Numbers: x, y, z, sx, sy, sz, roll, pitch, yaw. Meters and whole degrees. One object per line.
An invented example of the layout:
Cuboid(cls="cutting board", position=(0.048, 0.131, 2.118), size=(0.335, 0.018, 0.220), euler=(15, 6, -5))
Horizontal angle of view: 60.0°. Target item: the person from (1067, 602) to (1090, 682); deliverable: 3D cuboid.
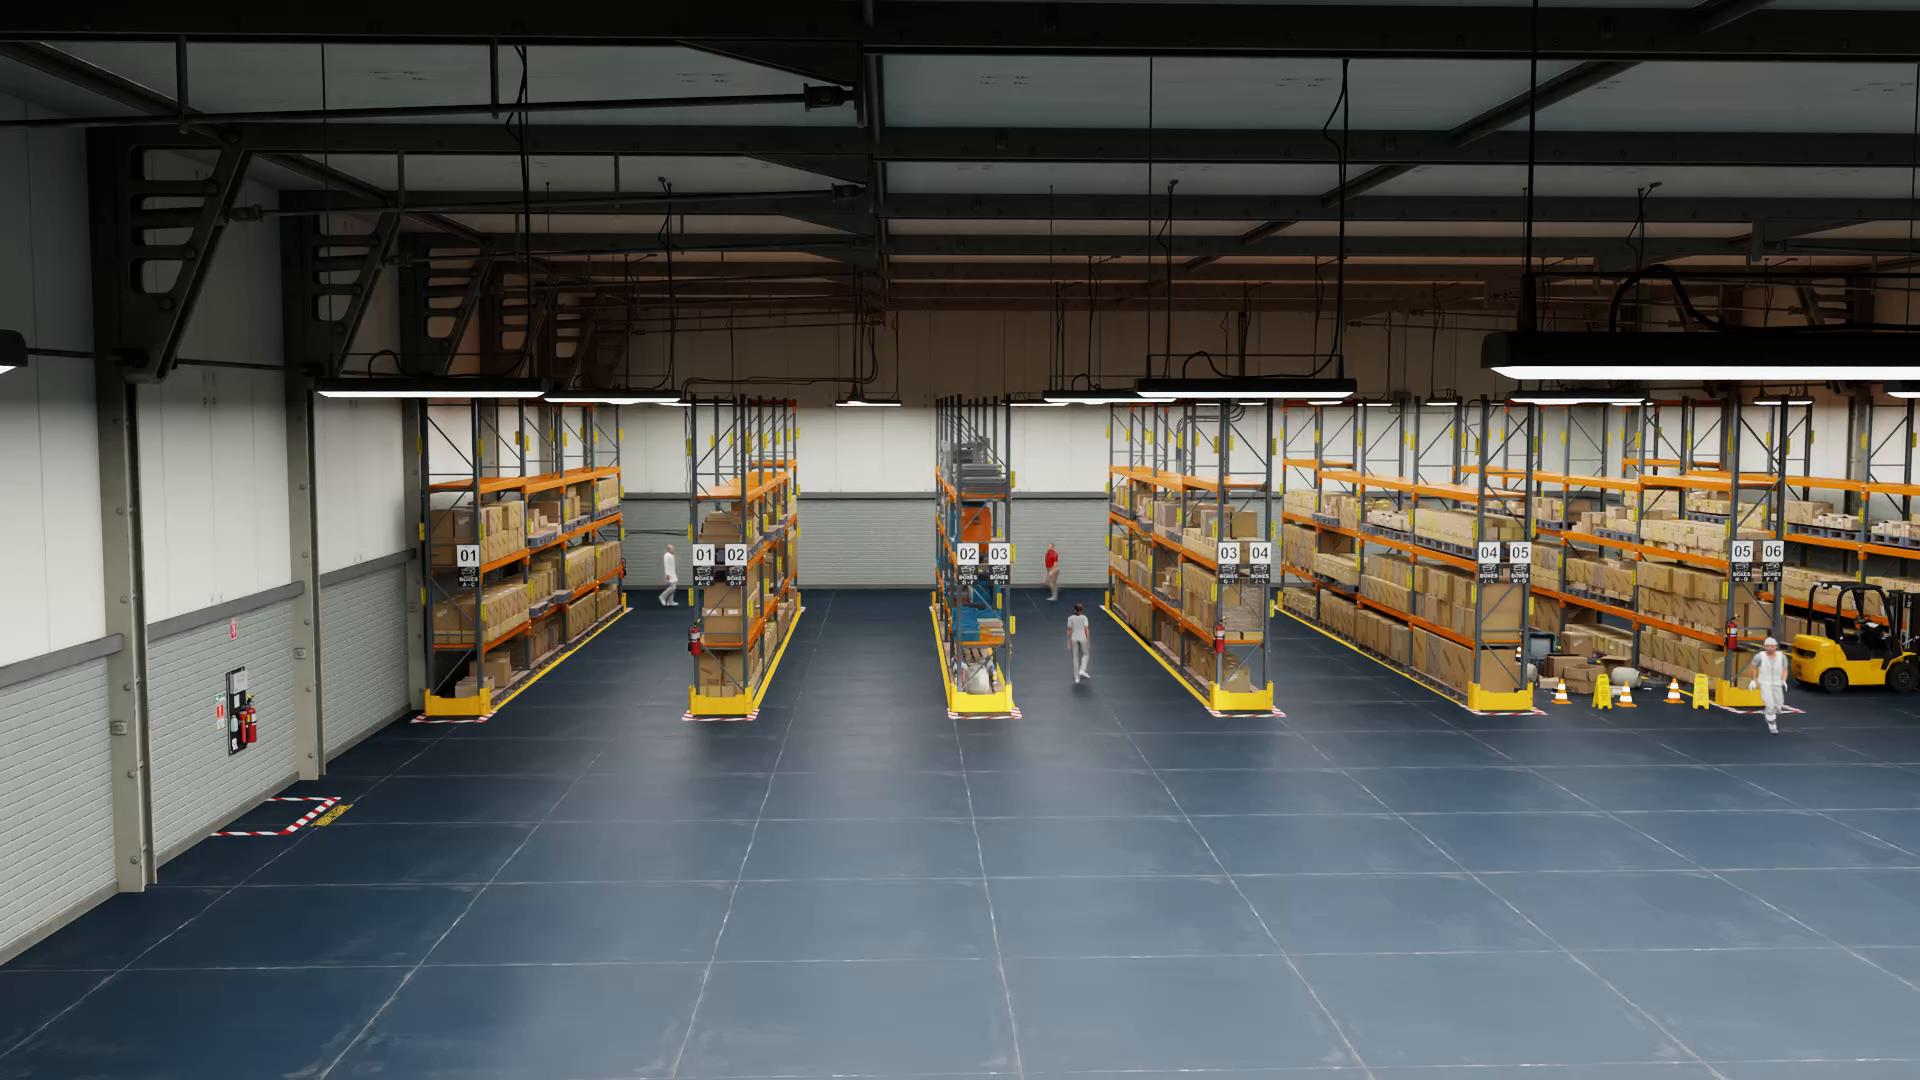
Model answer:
Cuboid(cls="person", position=(2.487, 2.137, 34.903), size=(0.487, 1.660, 0.458), euler=(1, 5, 10))

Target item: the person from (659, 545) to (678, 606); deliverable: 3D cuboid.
Cuboid(cls="person", position=(-8.455, 1.021, 48.229), size=(0.568, 1.777, 0.602), euler=(0, 5, -3))

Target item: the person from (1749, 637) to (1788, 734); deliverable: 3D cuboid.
Cuboid(cls="person", position=(14.370, 2.553, 29.572), size=(0.592, 1.698, 0.796), euler=(1, 5, 8))

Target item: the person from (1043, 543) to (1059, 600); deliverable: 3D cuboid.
Cuboid(cls="person", position=(2.750, 0.948, 49.702), size=(0.492, 1.719, 0.652), euler=(-2, 5, -22))
